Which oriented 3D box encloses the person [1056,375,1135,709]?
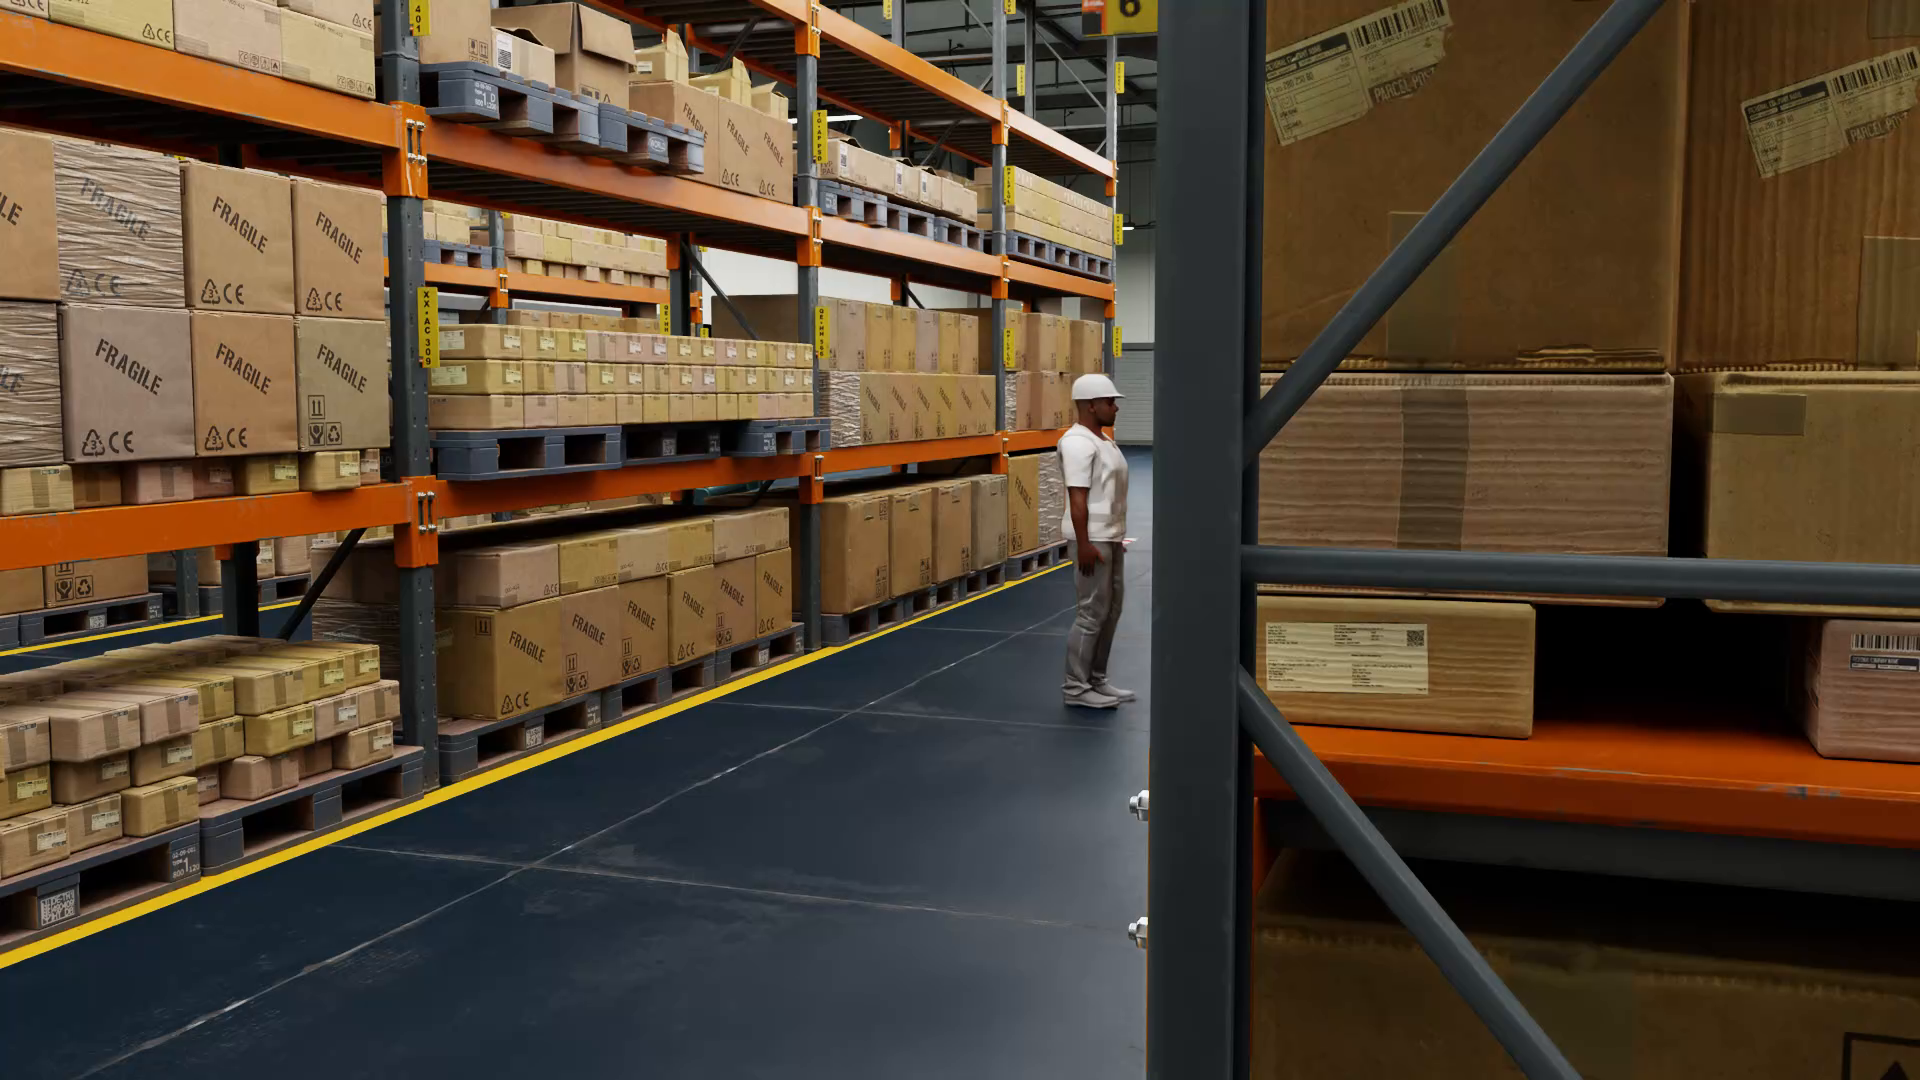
[{"bbox_3d":[0.730,0.003,8.888,0.370,1.764,0.564,2,5,20],"label":"person"}]
